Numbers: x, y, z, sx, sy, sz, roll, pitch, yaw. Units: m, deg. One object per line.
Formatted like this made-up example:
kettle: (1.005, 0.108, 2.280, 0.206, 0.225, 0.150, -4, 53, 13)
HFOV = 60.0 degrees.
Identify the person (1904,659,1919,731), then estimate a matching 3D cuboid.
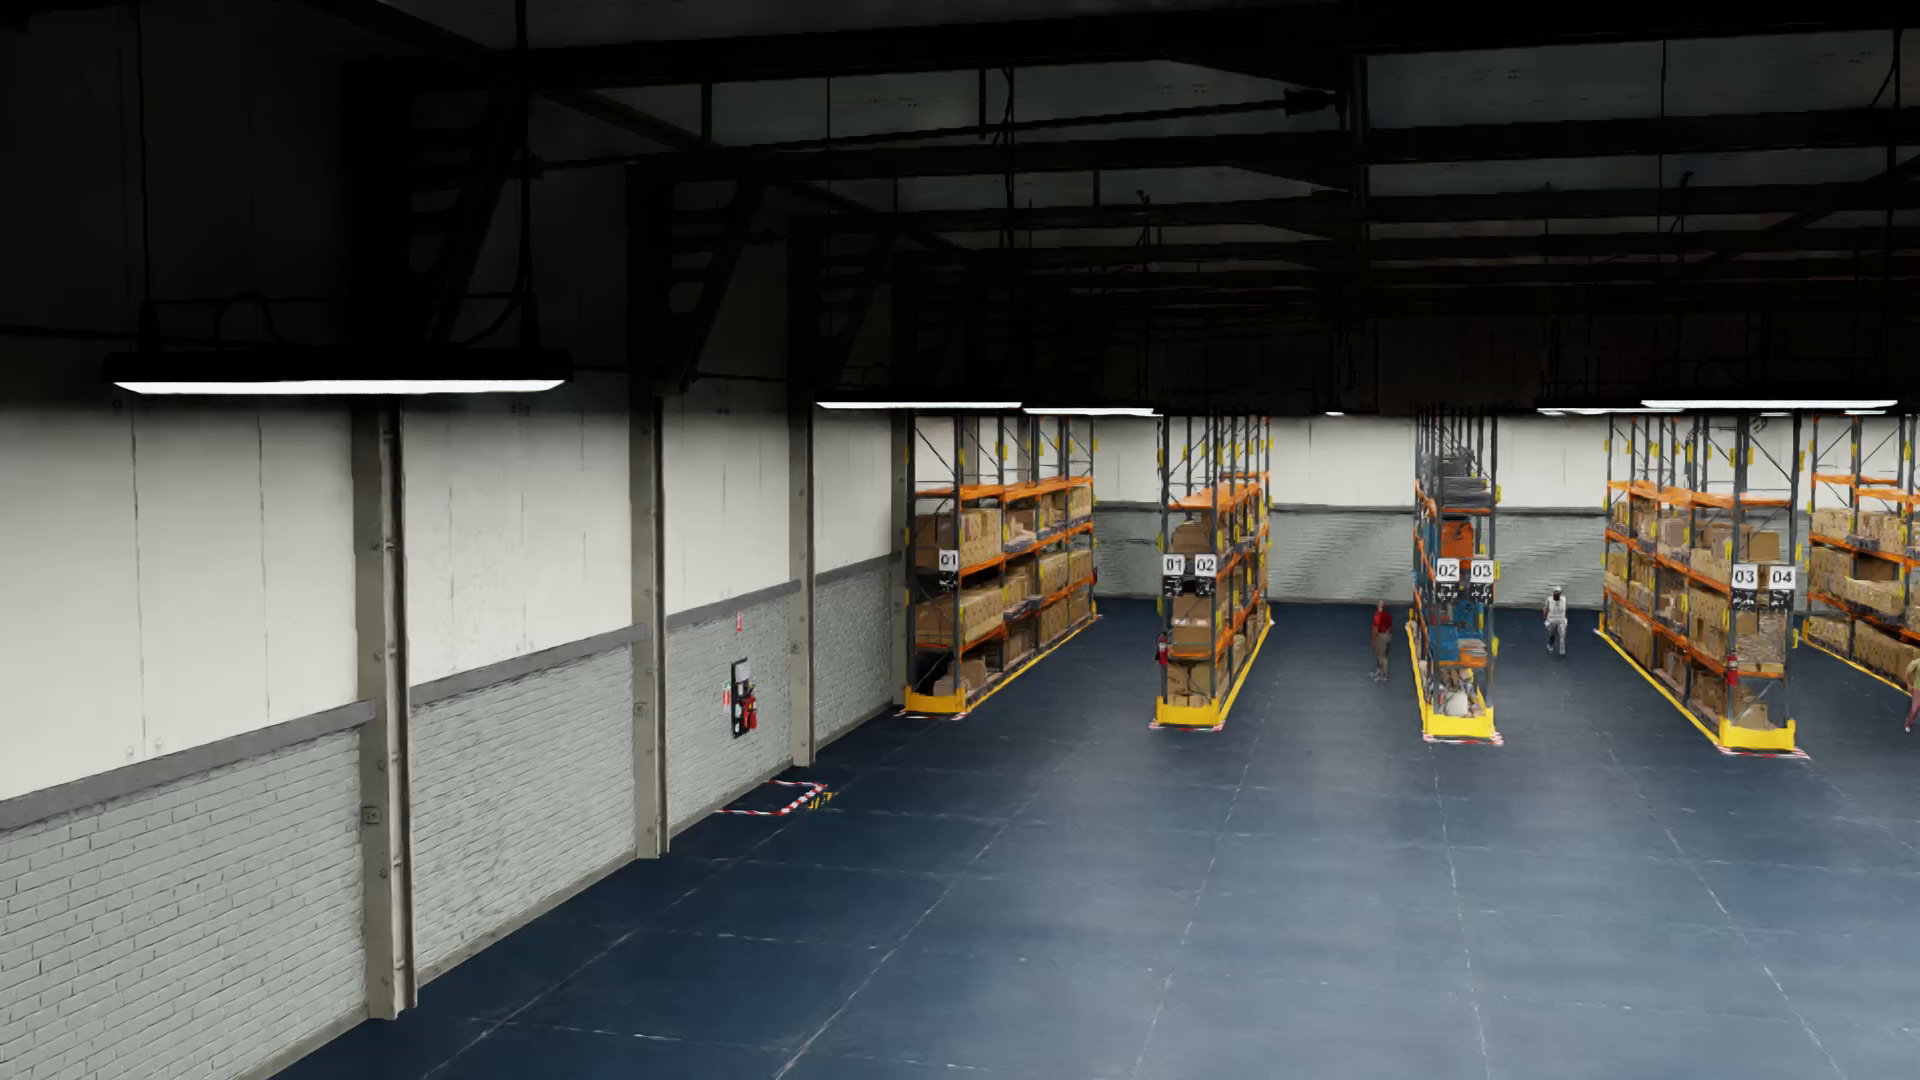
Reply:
person: (17.523, 2.717, 30.271, 0.598, 1.619, 0.507, 1, 4, 11)

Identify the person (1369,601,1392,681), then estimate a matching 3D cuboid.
person: (9.213, 2.192, 36.486, 0.580, 1.721, 0.654, 4, 6, 43)

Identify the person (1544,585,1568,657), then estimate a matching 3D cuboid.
person: (14.408, 1.932, 40.193, 0.566, 1.706, 1.122, 1, 4, 16)
